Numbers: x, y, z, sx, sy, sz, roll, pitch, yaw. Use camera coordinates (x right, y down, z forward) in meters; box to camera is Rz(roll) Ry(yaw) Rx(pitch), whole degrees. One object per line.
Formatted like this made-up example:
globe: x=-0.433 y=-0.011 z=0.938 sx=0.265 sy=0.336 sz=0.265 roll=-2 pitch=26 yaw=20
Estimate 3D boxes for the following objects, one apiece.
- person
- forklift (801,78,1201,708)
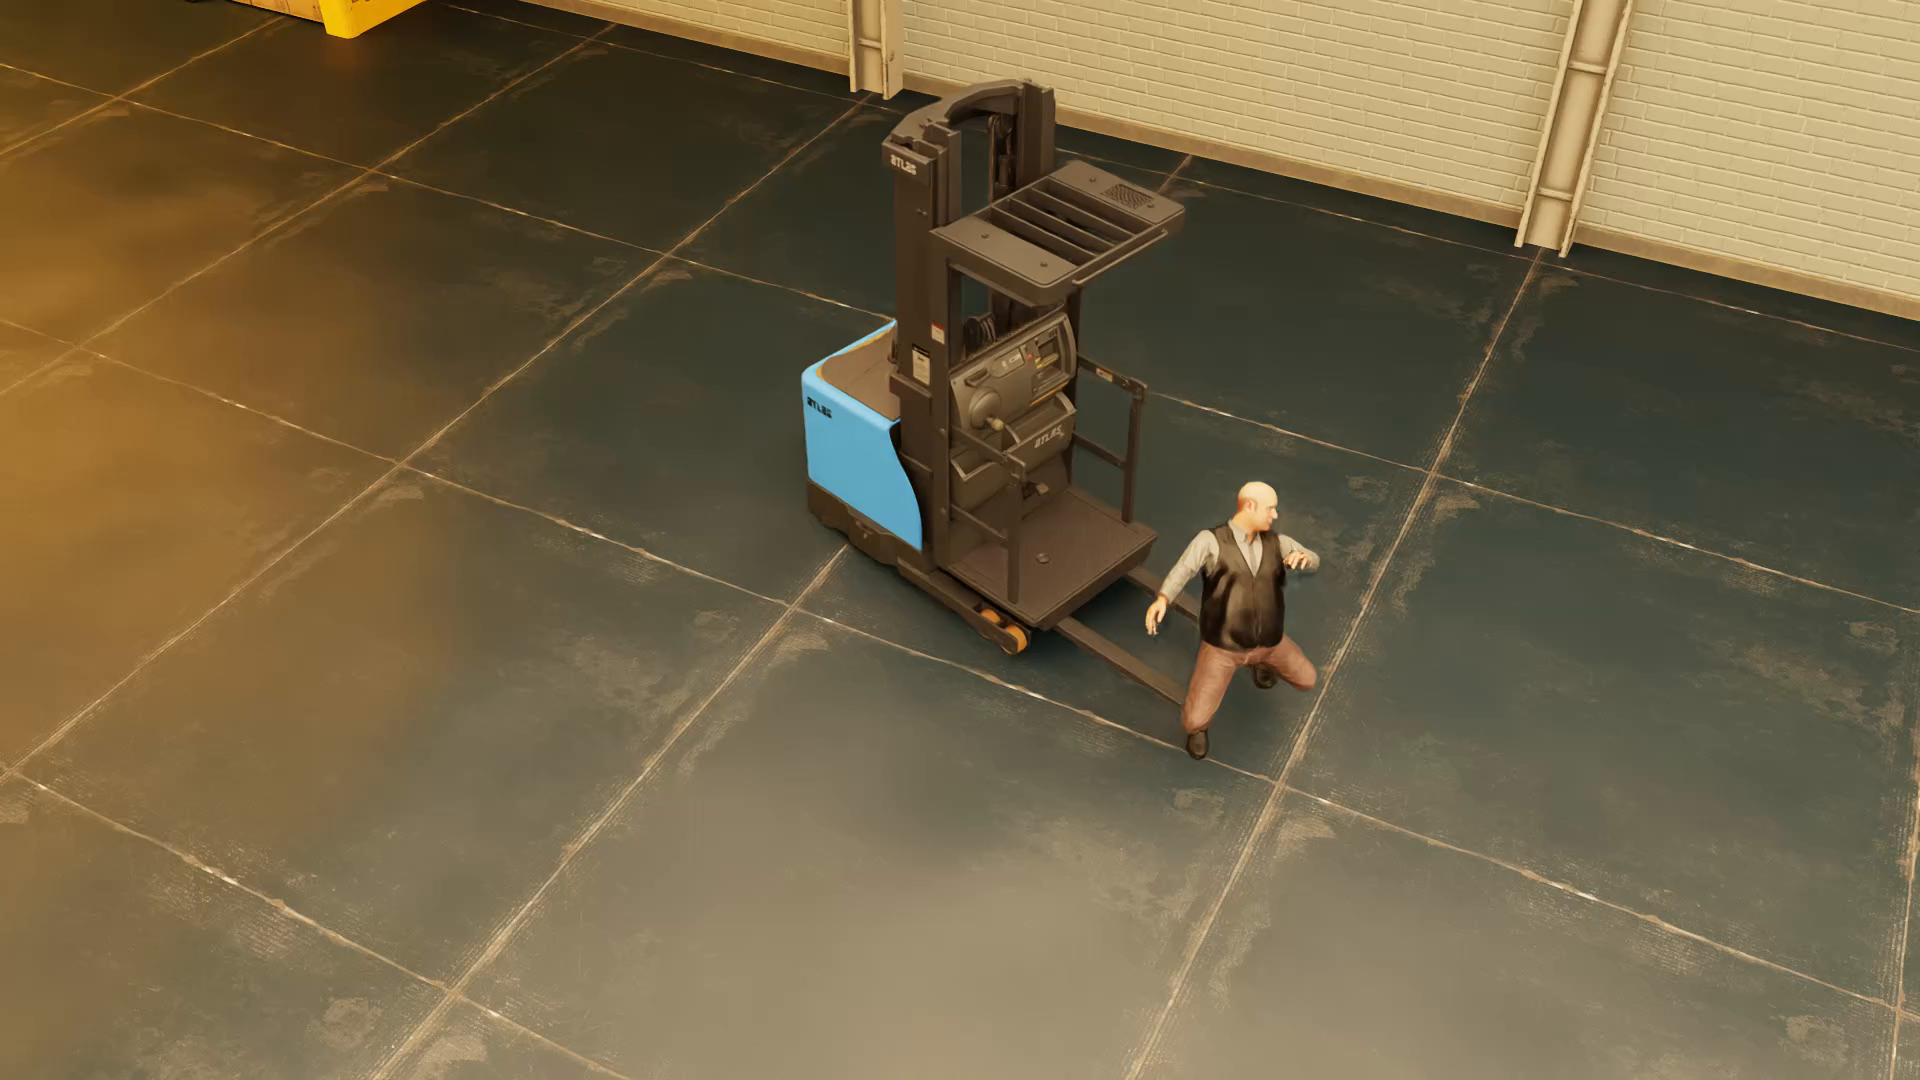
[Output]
person: x=1.327 y=0.507 z=8.493 sx=1.039 sy=1.472 sz=0.710 roll=-15 pitch=42 yaw=-17
forklift: x=0.450 y=-0.849 z=8.995 sx=3.031 sy=2.935 sz=1.130 roll=32 pitch=50 yaw=32
